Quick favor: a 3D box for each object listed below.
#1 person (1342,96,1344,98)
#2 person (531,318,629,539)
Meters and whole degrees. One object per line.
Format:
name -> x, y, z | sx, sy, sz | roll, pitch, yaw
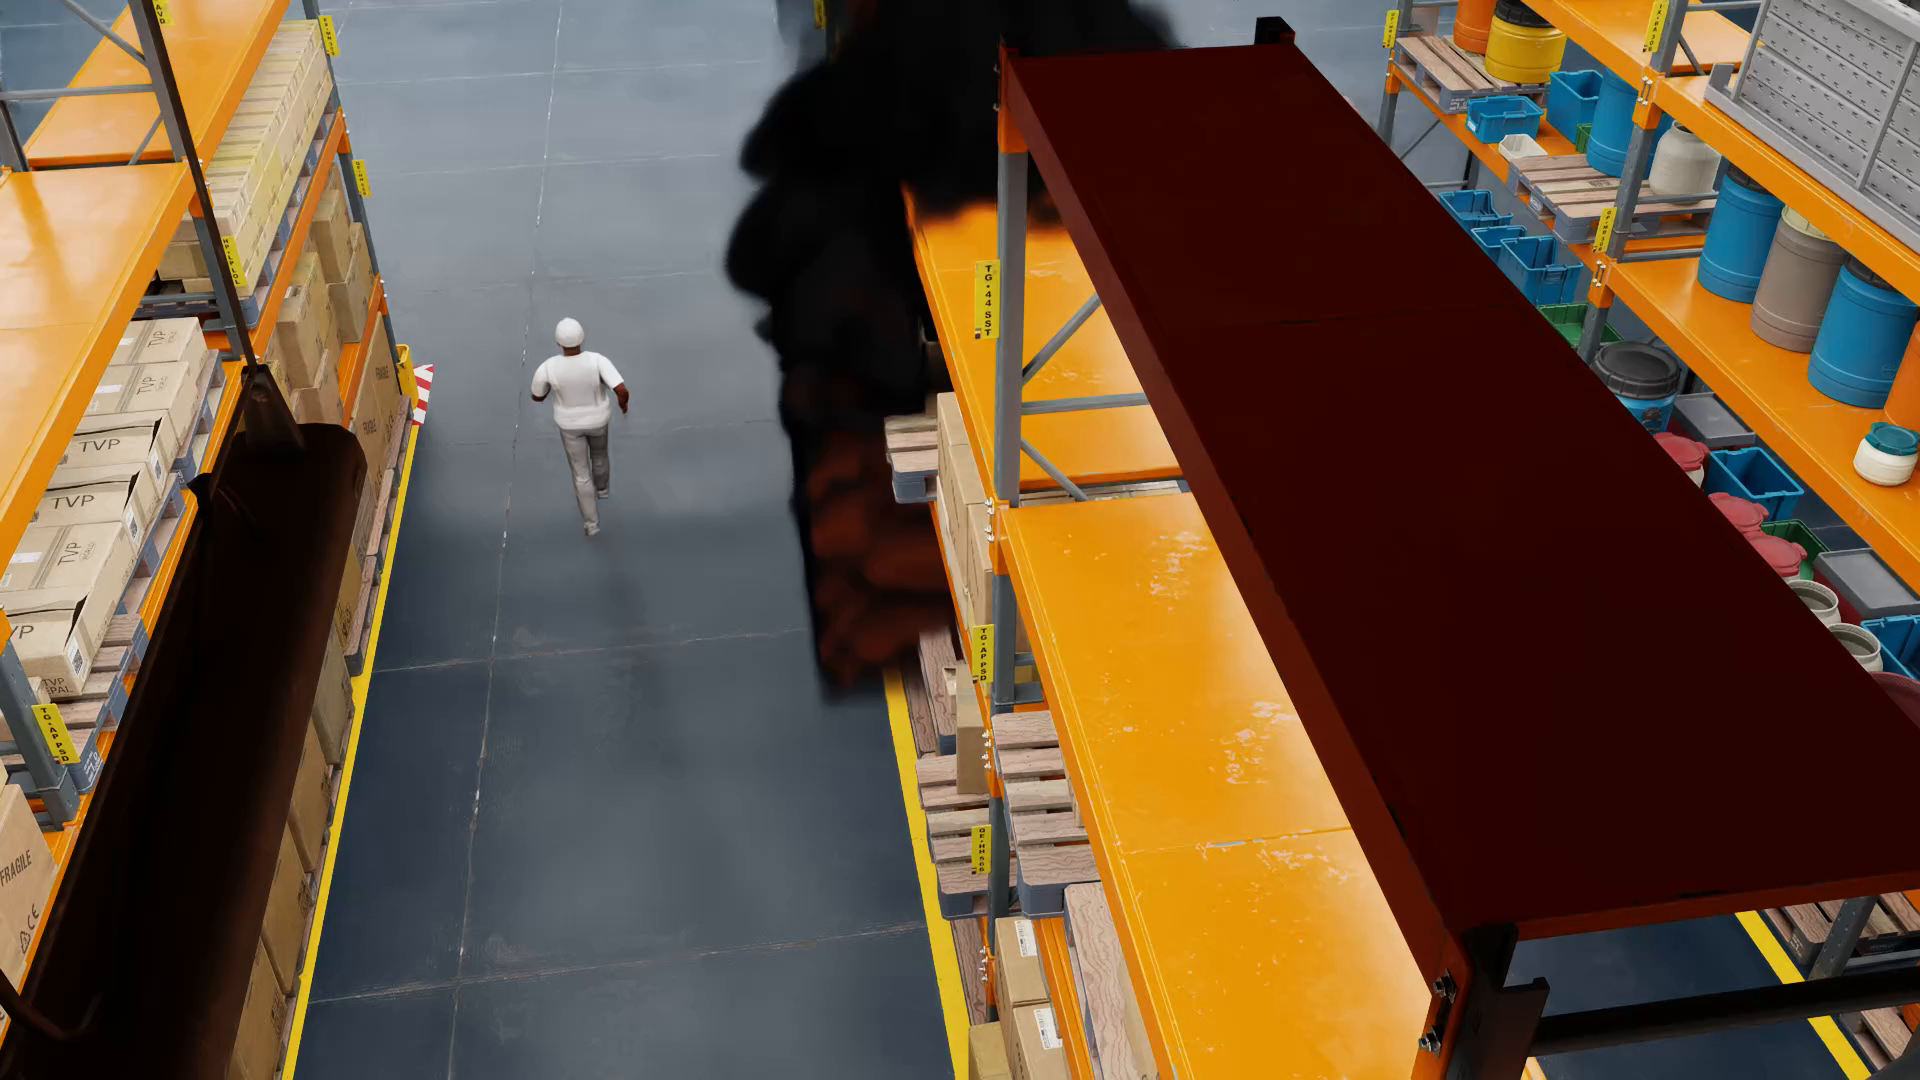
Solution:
person -> 3.697, -3.740, 17.075 | 0.694, 1.756, 0.746 | 15, 39, 19
person -> -2.873, -0.901, 12.685 | 0.701, 1.807, 0.923 | -11, 38, -14
